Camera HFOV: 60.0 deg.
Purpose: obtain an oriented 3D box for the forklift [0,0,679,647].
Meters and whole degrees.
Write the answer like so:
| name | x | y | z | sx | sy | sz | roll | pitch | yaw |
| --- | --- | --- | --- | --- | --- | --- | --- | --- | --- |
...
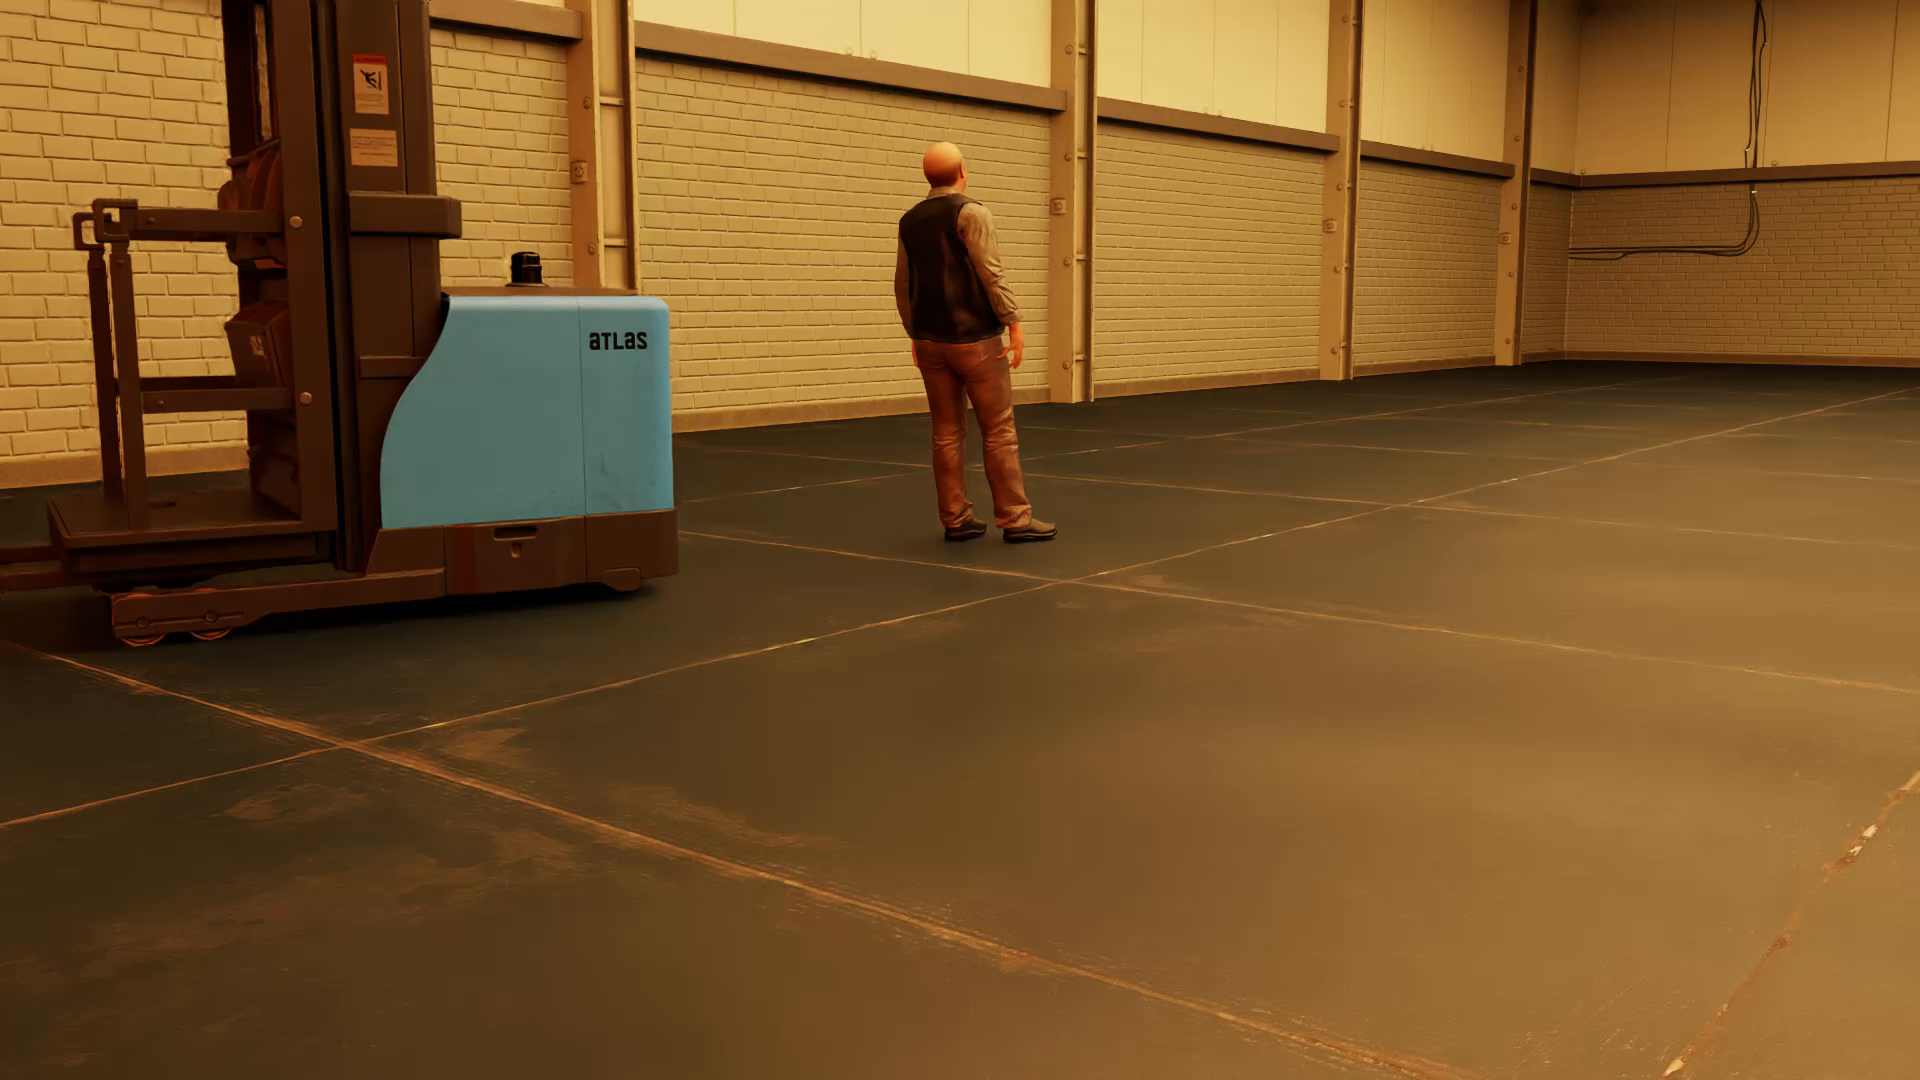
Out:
| name | x | y | z | sx | sy | sz | roll | pitch | yaw |
| --- | --- | --- | --- | --- | --- | --- | --- | --- | --- |
| forklift | -2.560 | -1.207 | 5.529 | 3.031 | 2.935 | 1.130 | -5 | 10 | -31 |

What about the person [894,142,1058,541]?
| name | x | y | z | sx | sy | sz | roll | pitch | yaw |
| --- | --- | --- | --- | --- | --- | --- | --- | --- | --- |
| person | 0.045 | -0.865 | 7.322 | 0.632 | 1.720 | 0.568 | 7 | 11 | 38 |
